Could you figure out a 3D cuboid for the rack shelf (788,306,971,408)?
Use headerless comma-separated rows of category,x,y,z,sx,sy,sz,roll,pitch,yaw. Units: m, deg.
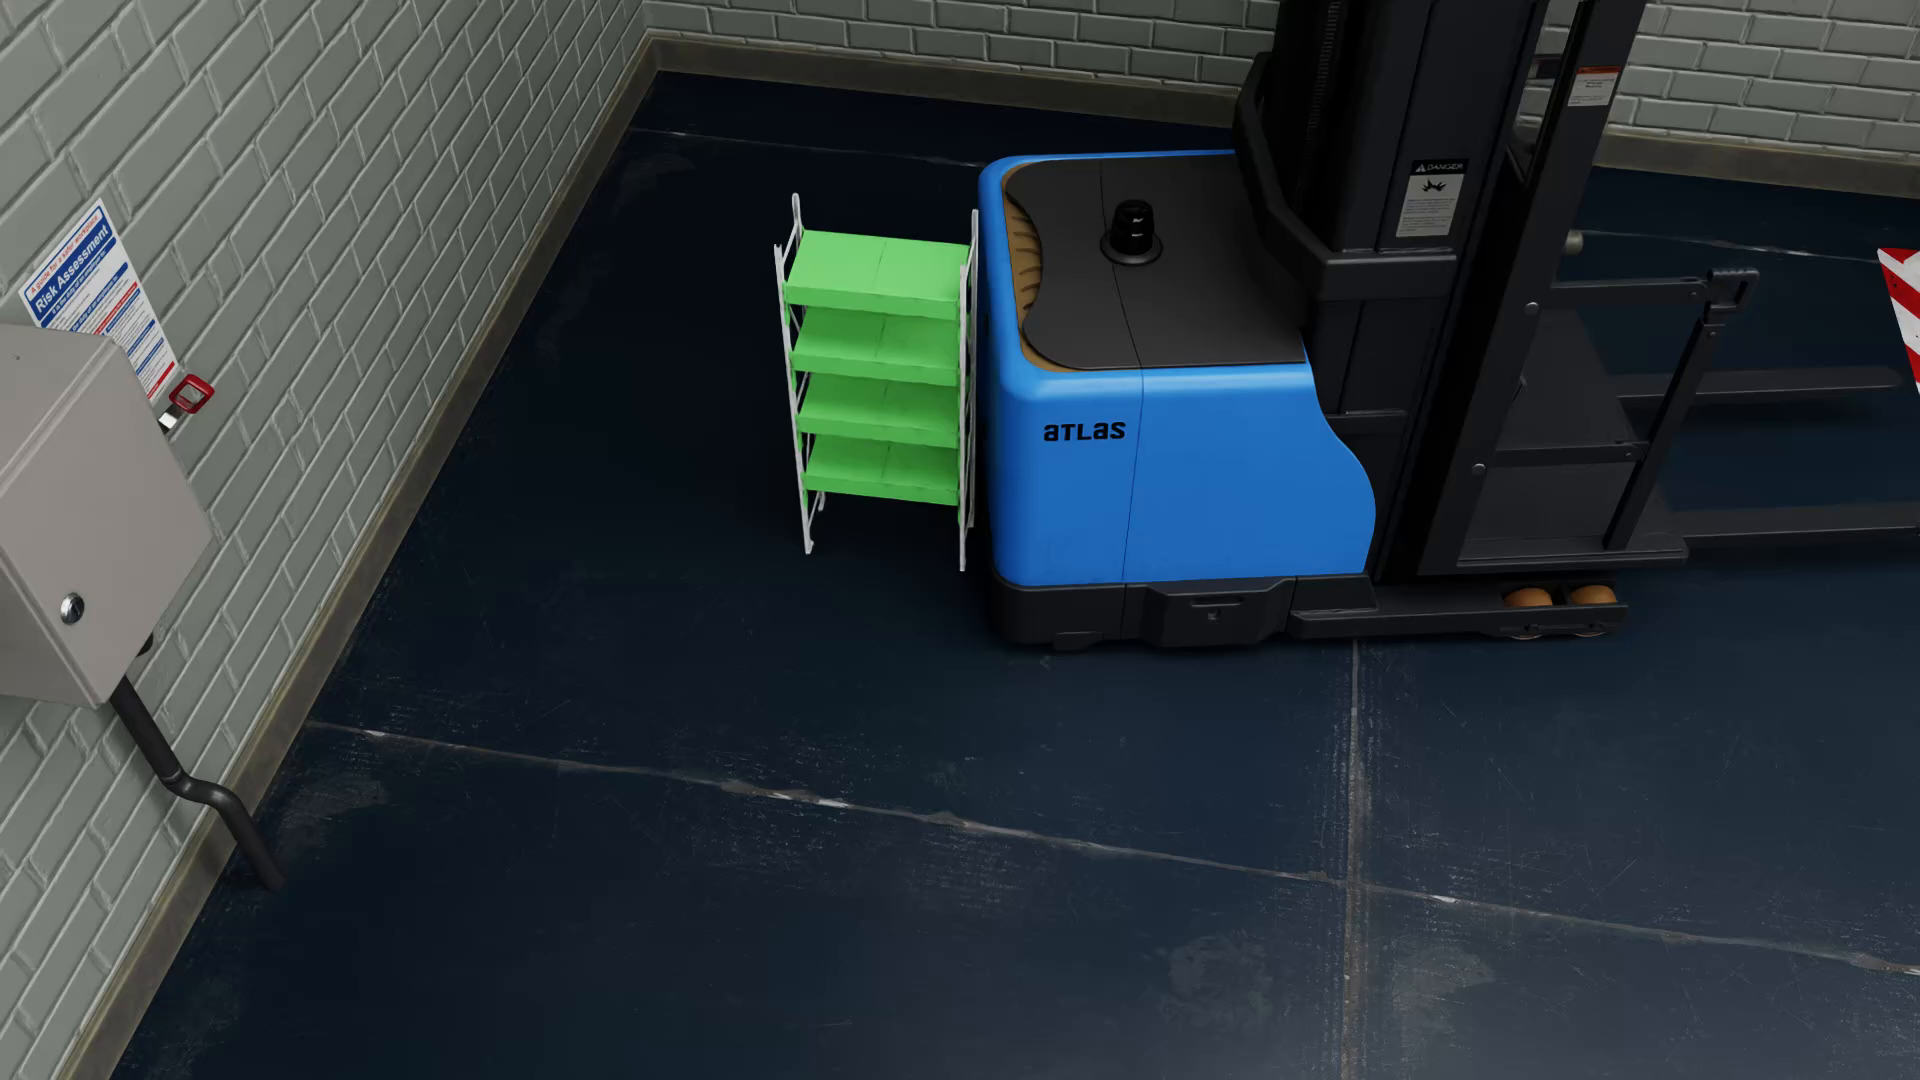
rack shelf,-0.217,-0.535,4.687,0.480,0.148,0.258,6,48,6

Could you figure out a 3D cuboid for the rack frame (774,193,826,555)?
rack frame,-0.459,-0.444,4.842,0.015,1.200,0.240,6,48,6

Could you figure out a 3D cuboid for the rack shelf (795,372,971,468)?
rack shelf,-0.217,-0.374,4.866,0.480,0.148,0.258,6,48,6

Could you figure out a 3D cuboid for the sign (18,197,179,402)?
sign,-1.912,-0.466,3.716,0.001,0.494,0.329,8,49,7

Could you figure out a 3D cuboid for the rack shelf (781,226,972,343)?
rack shelf,-0.217,-0.695,4.509,0.480,0.148,0.258,6,48,6

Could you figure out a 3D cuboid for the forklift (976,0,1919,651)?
forklift,1.574,-1.076,4.246,3.031,2.935,1.130,-2,48,-2

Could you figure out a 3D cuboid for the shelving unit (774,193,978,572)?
shelving unit,-0.217,-0.417,4.818,0.503,1.200,0.258,6,48,6

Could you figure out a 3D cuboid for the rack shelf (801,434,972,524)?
rack shelf,-0.217,-0.214,5.044,0.480,0.148,0.258,6,48,6

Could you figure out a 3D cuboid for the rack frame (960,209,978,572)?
rack frame,0.024,-0.390,4.794,0.015,1.200,0.240,6,48,6

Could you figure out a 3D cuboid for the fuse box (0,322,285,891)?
fuse box,-1.796,0.321,3.811,0.414,1.711,0.539,8,49,7
